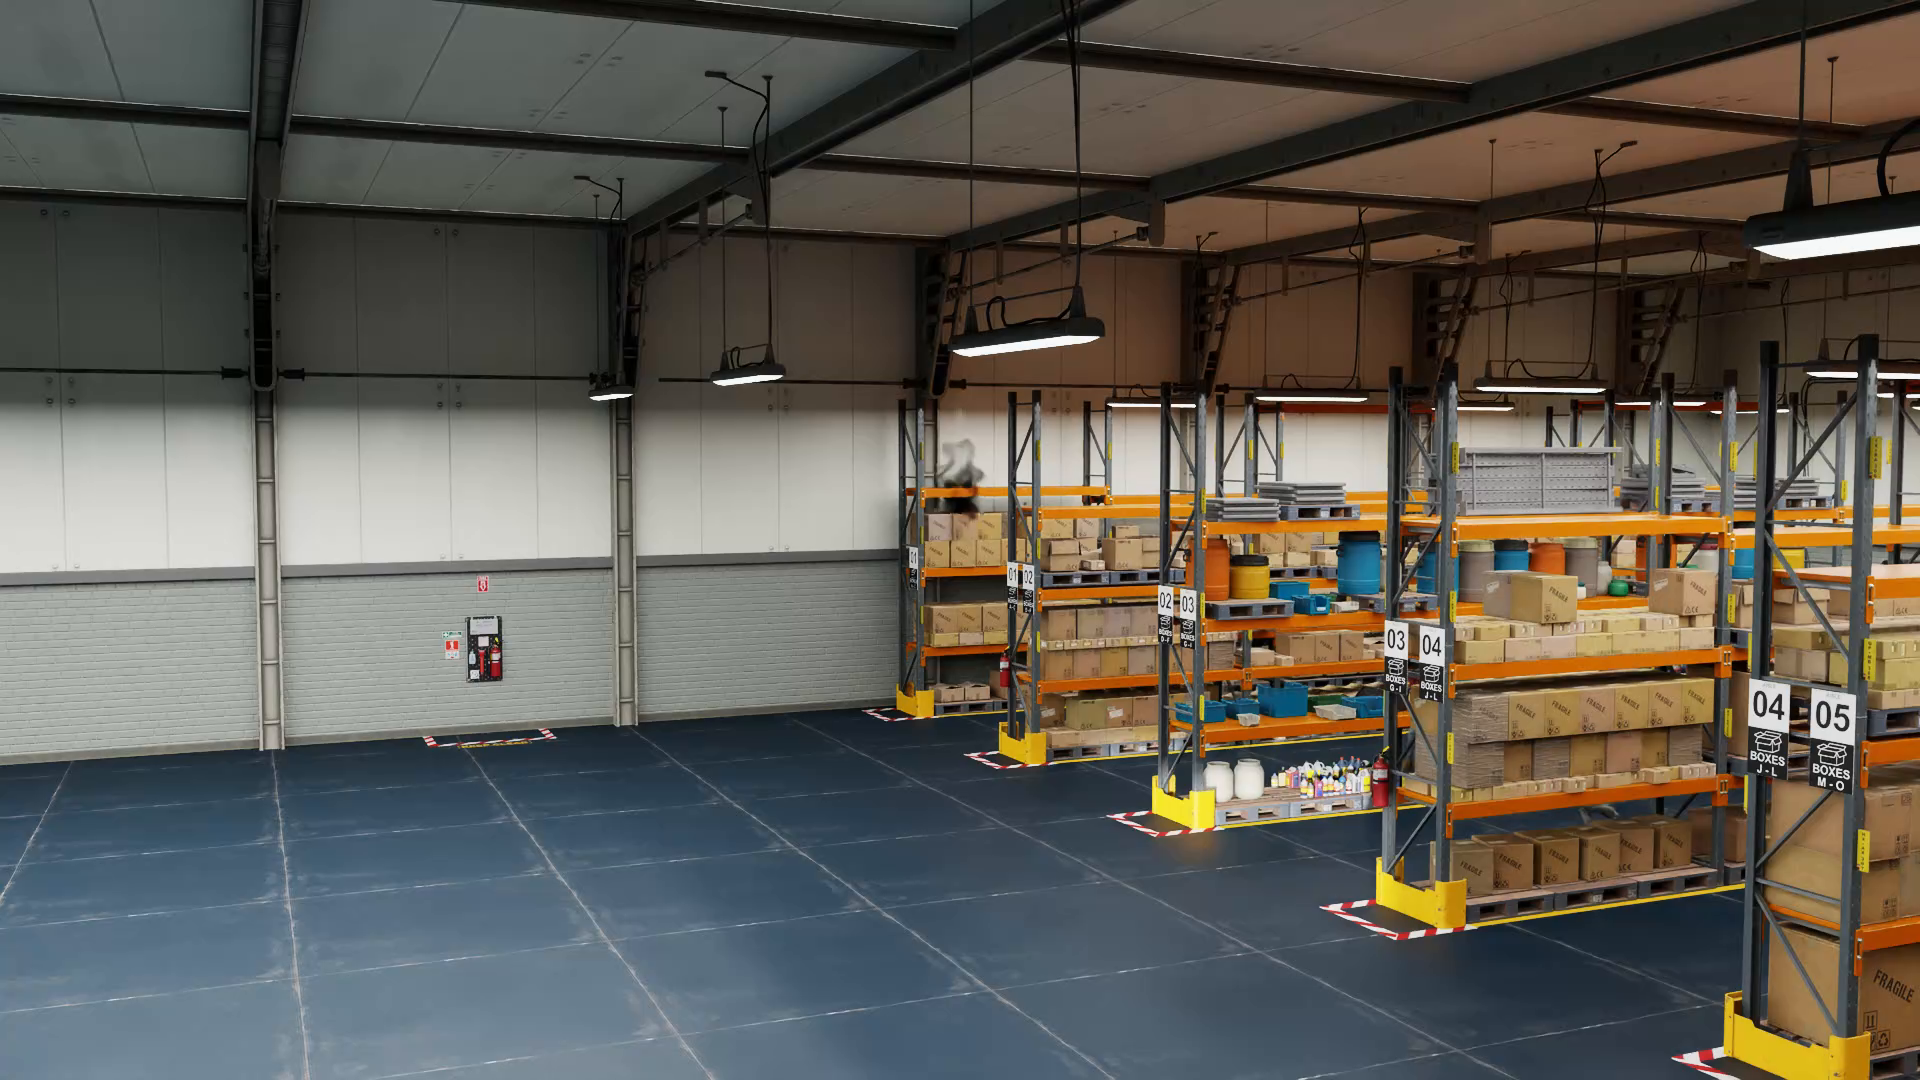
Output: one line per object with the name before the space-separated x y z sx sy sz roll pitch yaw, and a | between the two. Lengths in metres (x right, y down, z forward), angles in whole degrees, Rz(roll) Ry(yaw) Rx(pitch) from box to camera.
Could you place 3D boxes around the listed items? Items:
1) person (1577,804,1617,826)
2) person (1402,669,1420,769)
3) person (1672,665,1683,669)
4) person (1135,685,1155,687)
person | 8.279 3.120 21.671 0.576 1.559 0.564 -1 4 -23
person | 7.246 2.707 26.412 0.891 1.788 0.688 -1 4 -24
person | 12.966 2.563 30.007 0.685 1.706 0.579 -3 4 -37
person | 3.615 2.527 30.095 0.928 1.430 0.706 -2 4 -30
